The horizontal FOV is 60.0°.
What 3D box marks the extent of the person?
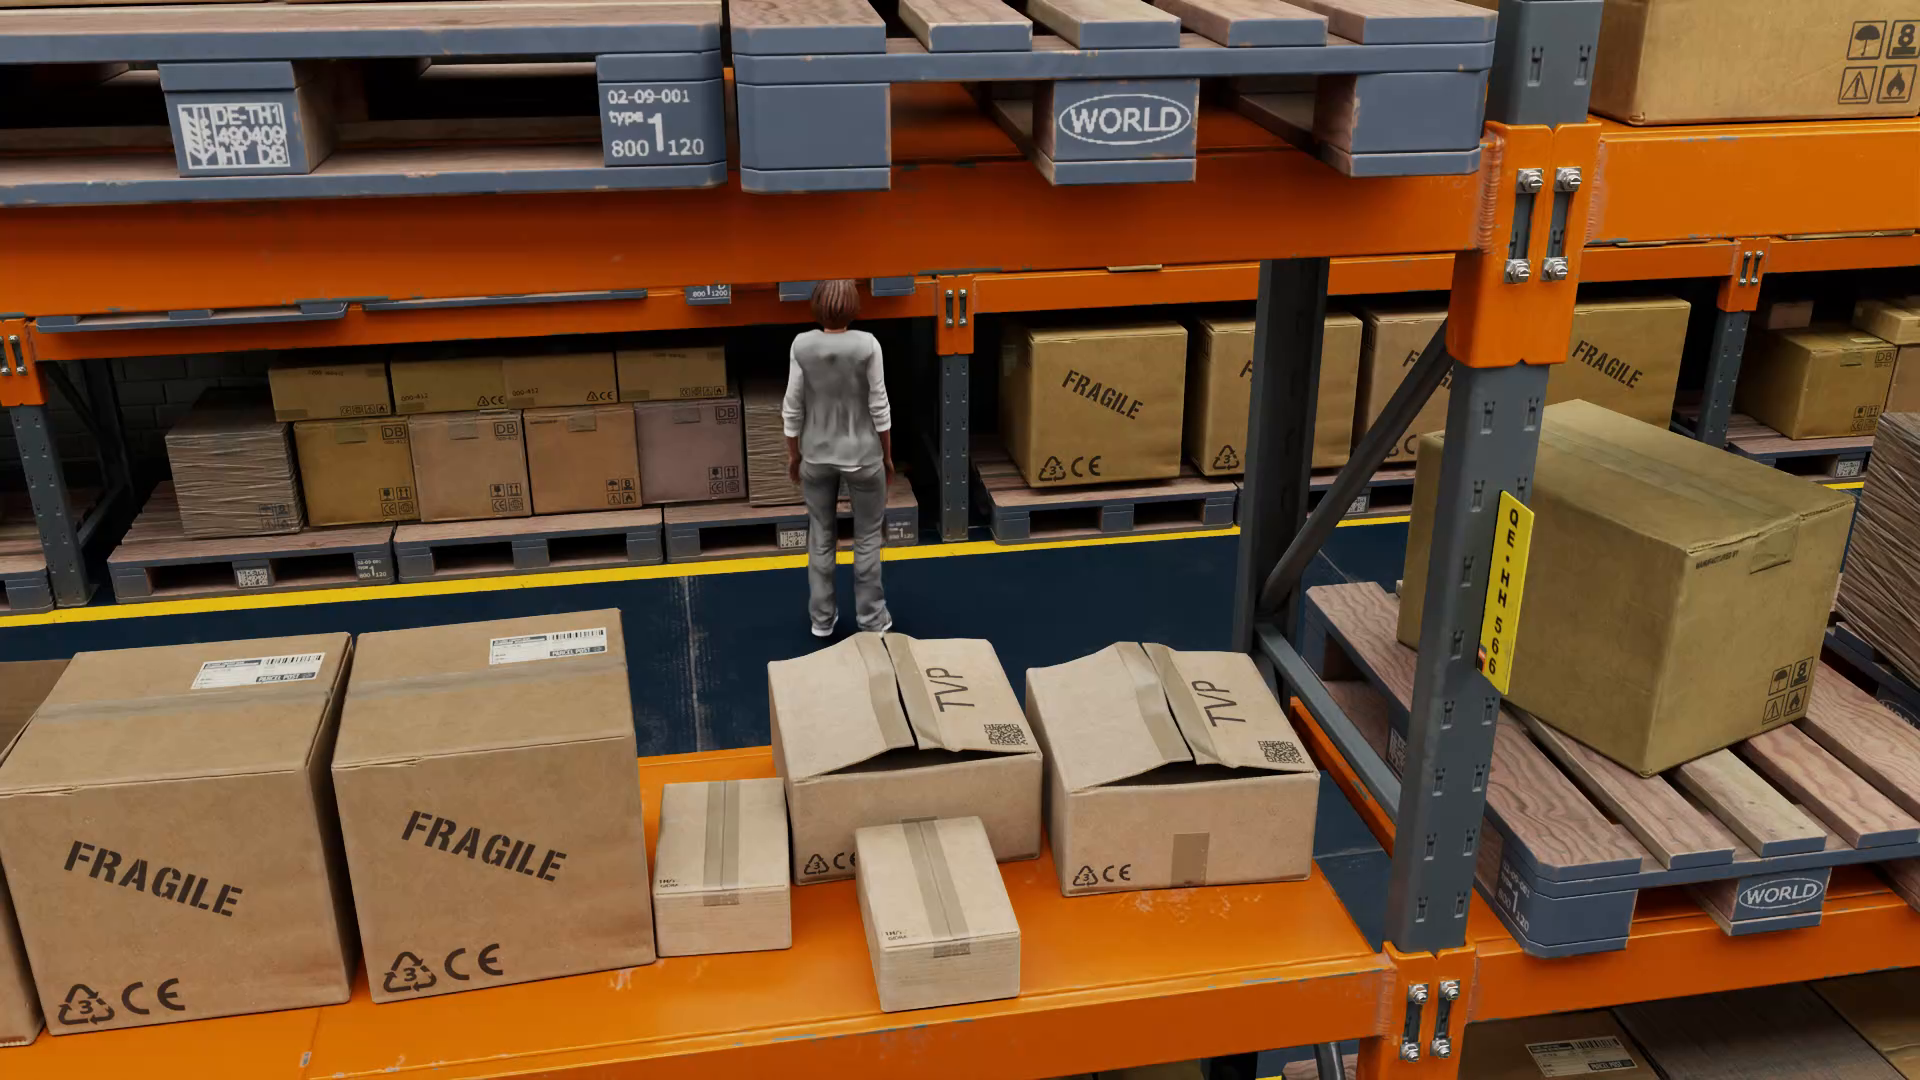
[{"bbox_3d":[-0.490,-0.335,6.829,0.442,1.609,0.353,3,24,7],"label":"person"}]
